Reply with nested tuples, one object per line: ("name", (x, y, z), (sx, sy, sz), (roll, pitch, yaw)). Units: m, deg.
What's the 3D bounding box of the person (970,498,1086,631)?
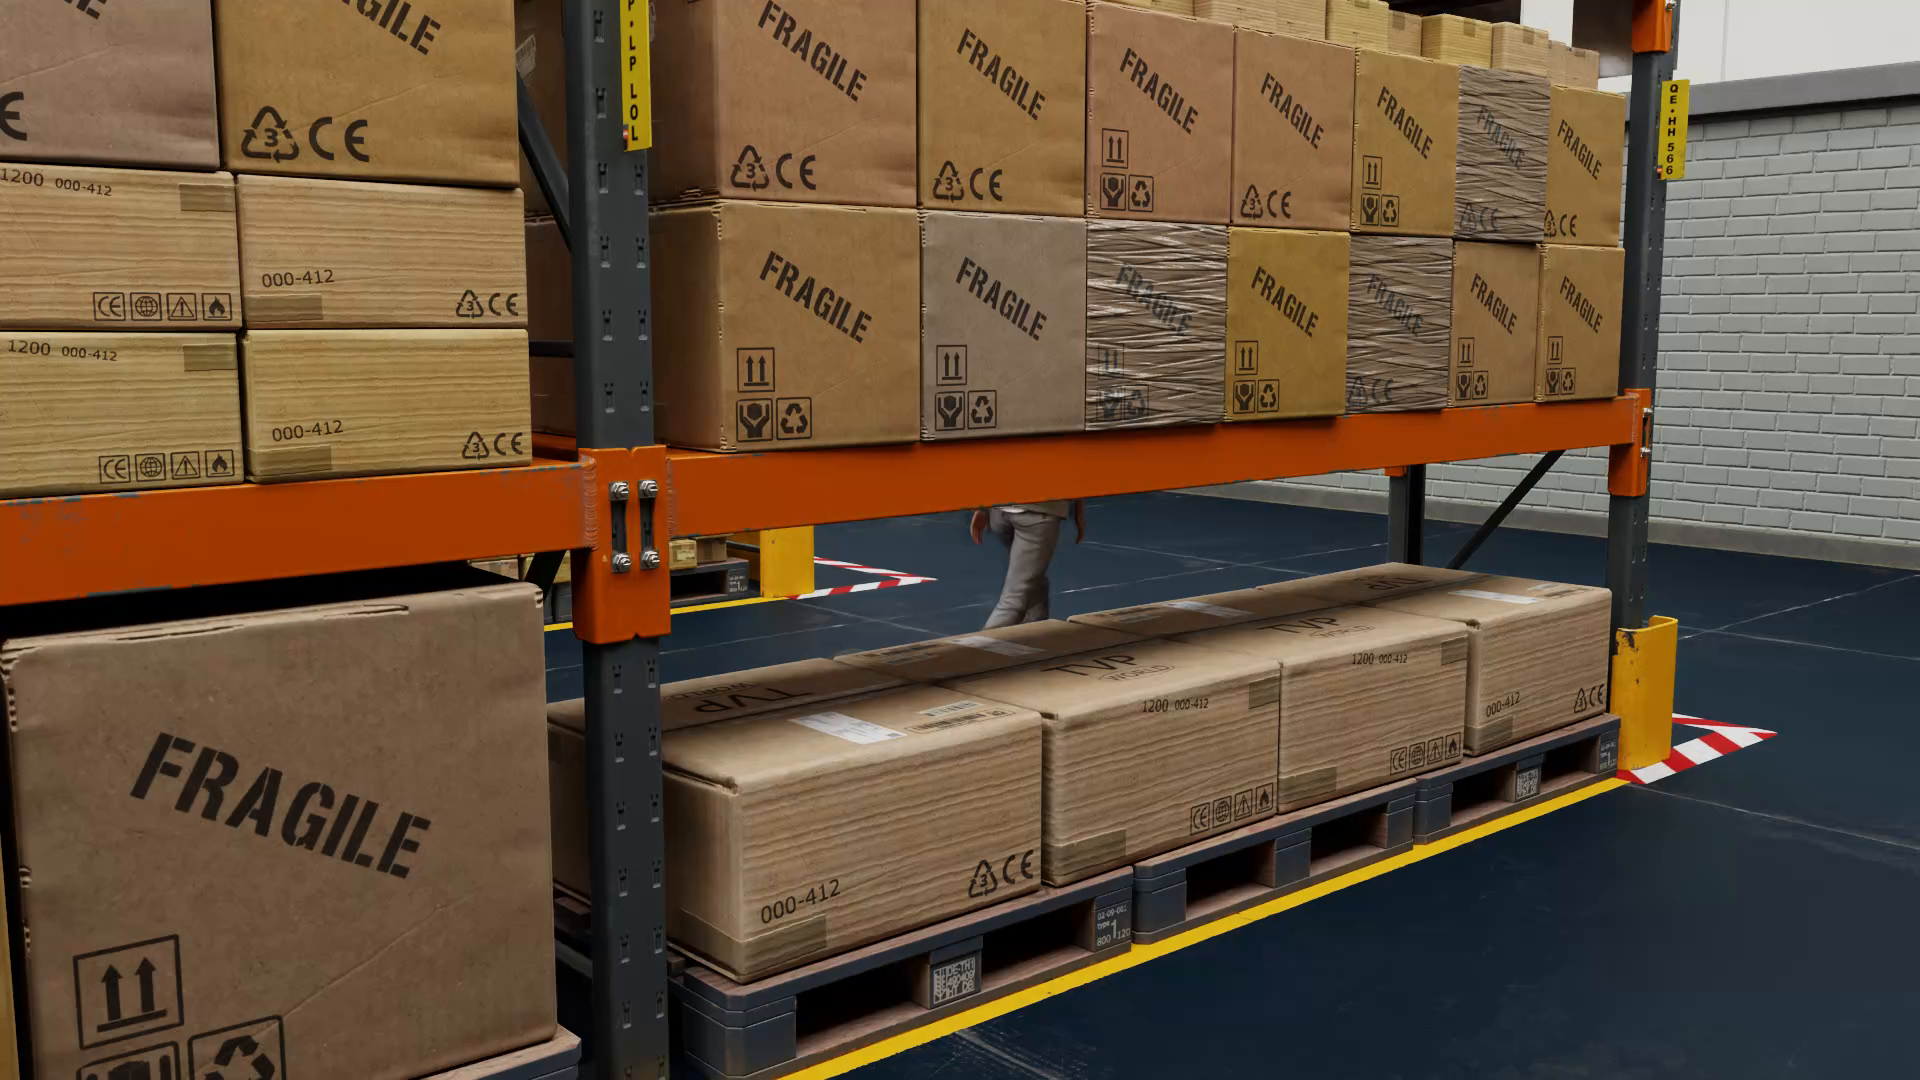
("person", (0.315, -0.115, 6.615), (0.418, 1.547, 0.866), (6, 10, 39))
